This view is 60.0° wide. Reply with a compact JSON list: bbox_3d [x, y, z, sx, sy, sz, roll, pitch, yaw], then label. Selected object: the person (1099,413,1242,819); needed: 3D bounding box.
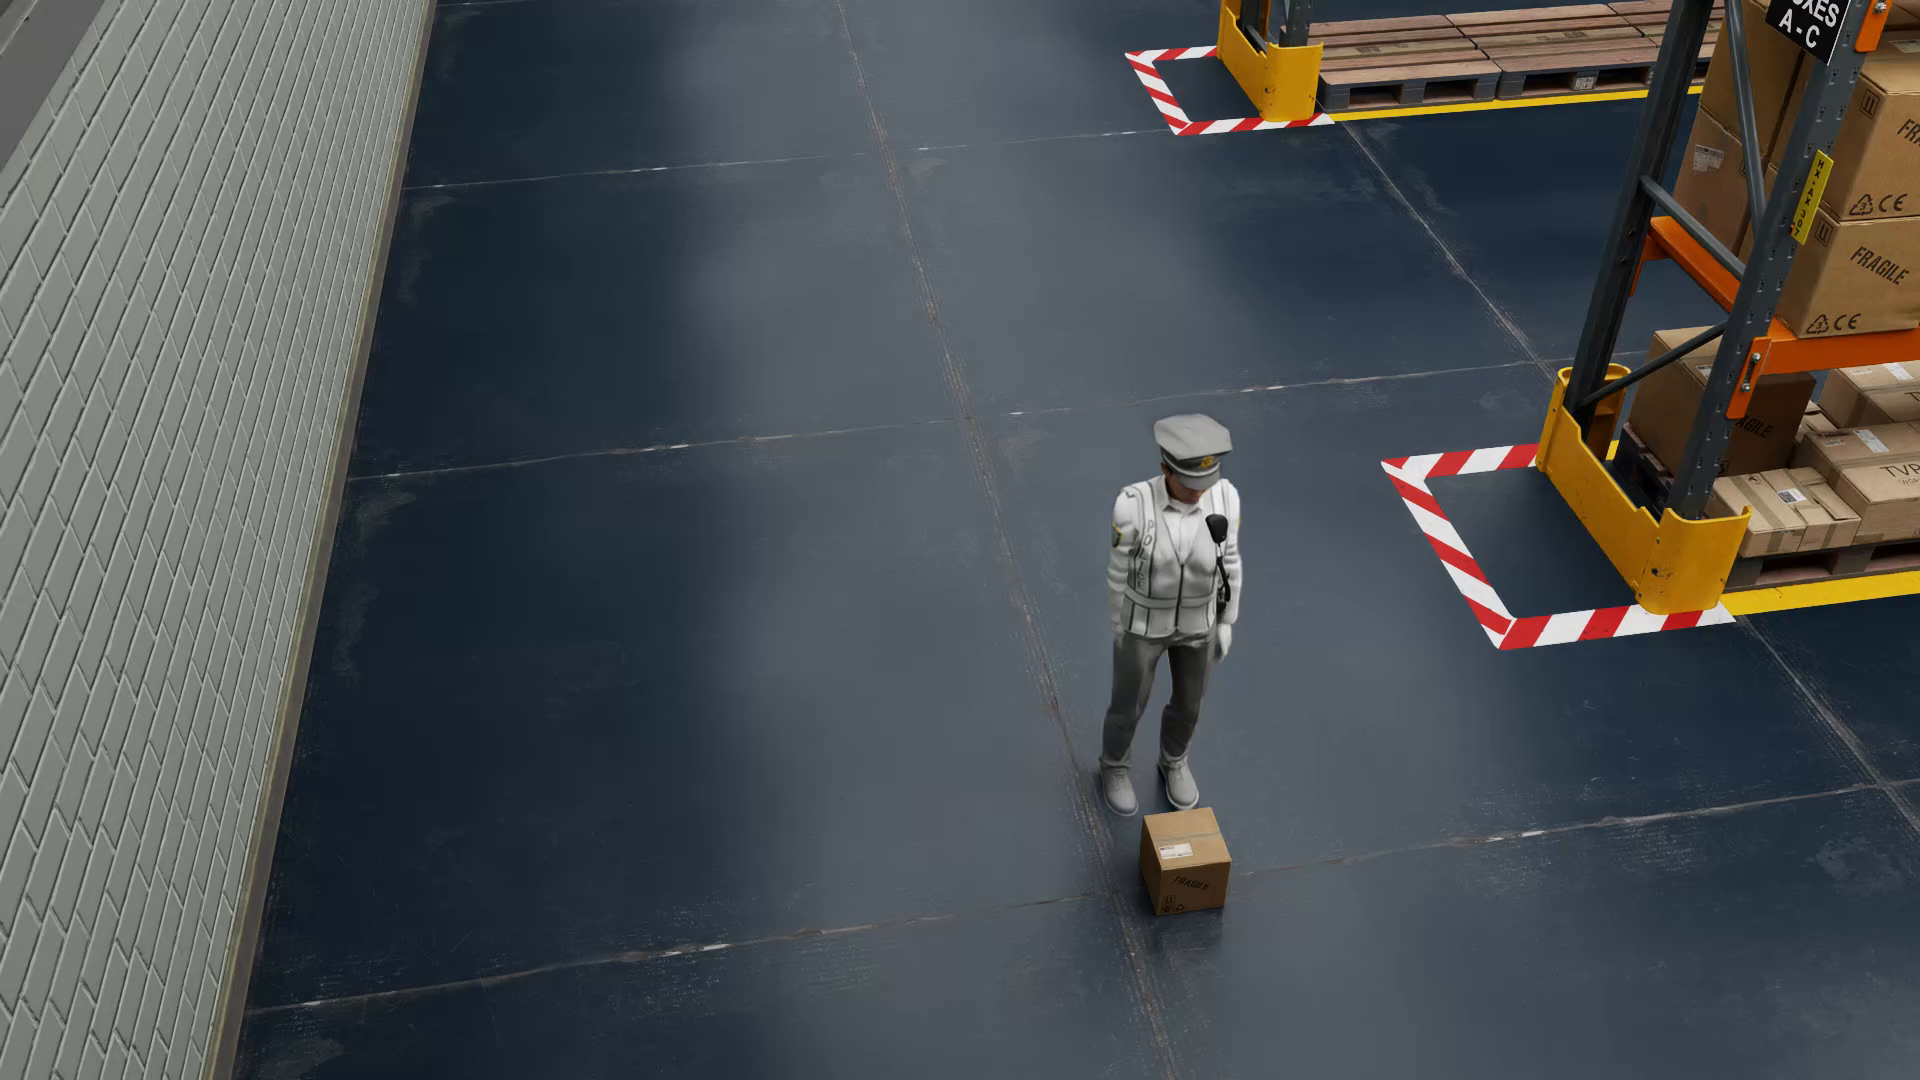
[{"bbox_3d":[0.738,0.295,5.797,0.470,1.668,0.327,-6,39,-7],"label":"person"}]
